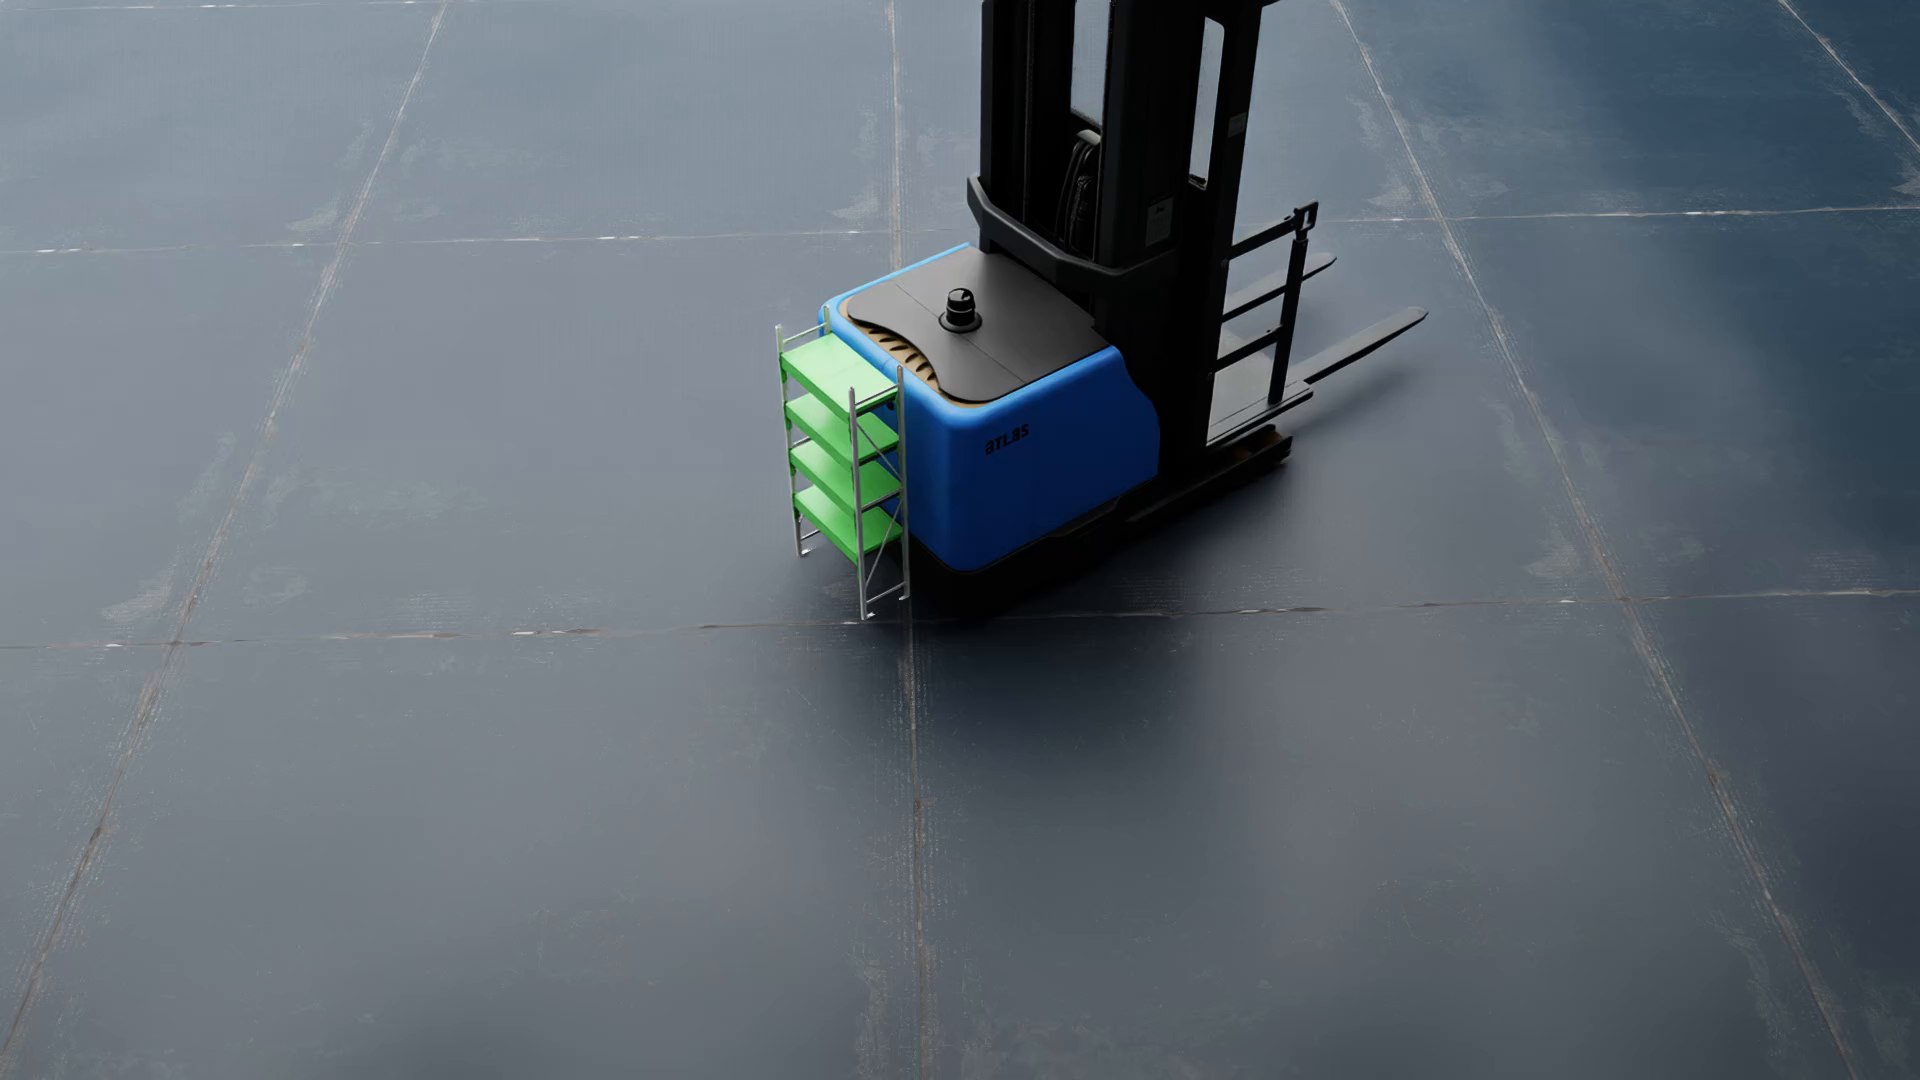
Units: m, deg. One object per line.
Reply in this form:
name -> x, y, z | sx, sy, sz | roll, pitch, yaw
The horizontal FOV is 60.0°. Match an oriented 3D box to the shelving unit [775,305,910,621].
shelving unit -> -0.458, -0.290, 6.678 | 0.258, 1.200, 0.503 | -27, 49, -27

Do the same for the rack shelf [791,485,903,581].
rack shelf -> -0.457, -0.067, 6.884 | 0.258, 0.148, 0.480 | -27, 49, -27

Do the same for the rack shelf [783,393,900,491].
rack shelf -> -0.458, -0.420, 6.559 | 0.258, 0.148, 0.480 | -27, 49, -27

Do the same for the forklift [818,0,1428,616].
forklift -> 0.889, -1.589, 6.814 | 3.031, 2.935, 1.130 | -27, 49, -27

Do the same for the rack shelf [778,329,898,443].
rack shelf -> -0.459, -0.597, 6.397 | 0.258, 0.148, 0.480 | -27, 49, -27

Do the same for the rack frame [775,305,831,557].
rack frame -> -0.606, -0.421, 6.821 | 0.240, 1.200, 0.015 | -27, 49, -27

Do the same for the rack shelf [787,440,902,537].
rack shelf -> -0.458, -0.243, 6.722 | 0.258, 0.148, 0.480 | -27, 49, -27

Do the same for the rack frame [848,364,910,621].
rack frame -> -0.309, -0.160, 6.536 | 0.240, 1.200, 0.015 | -27, 49, -27
